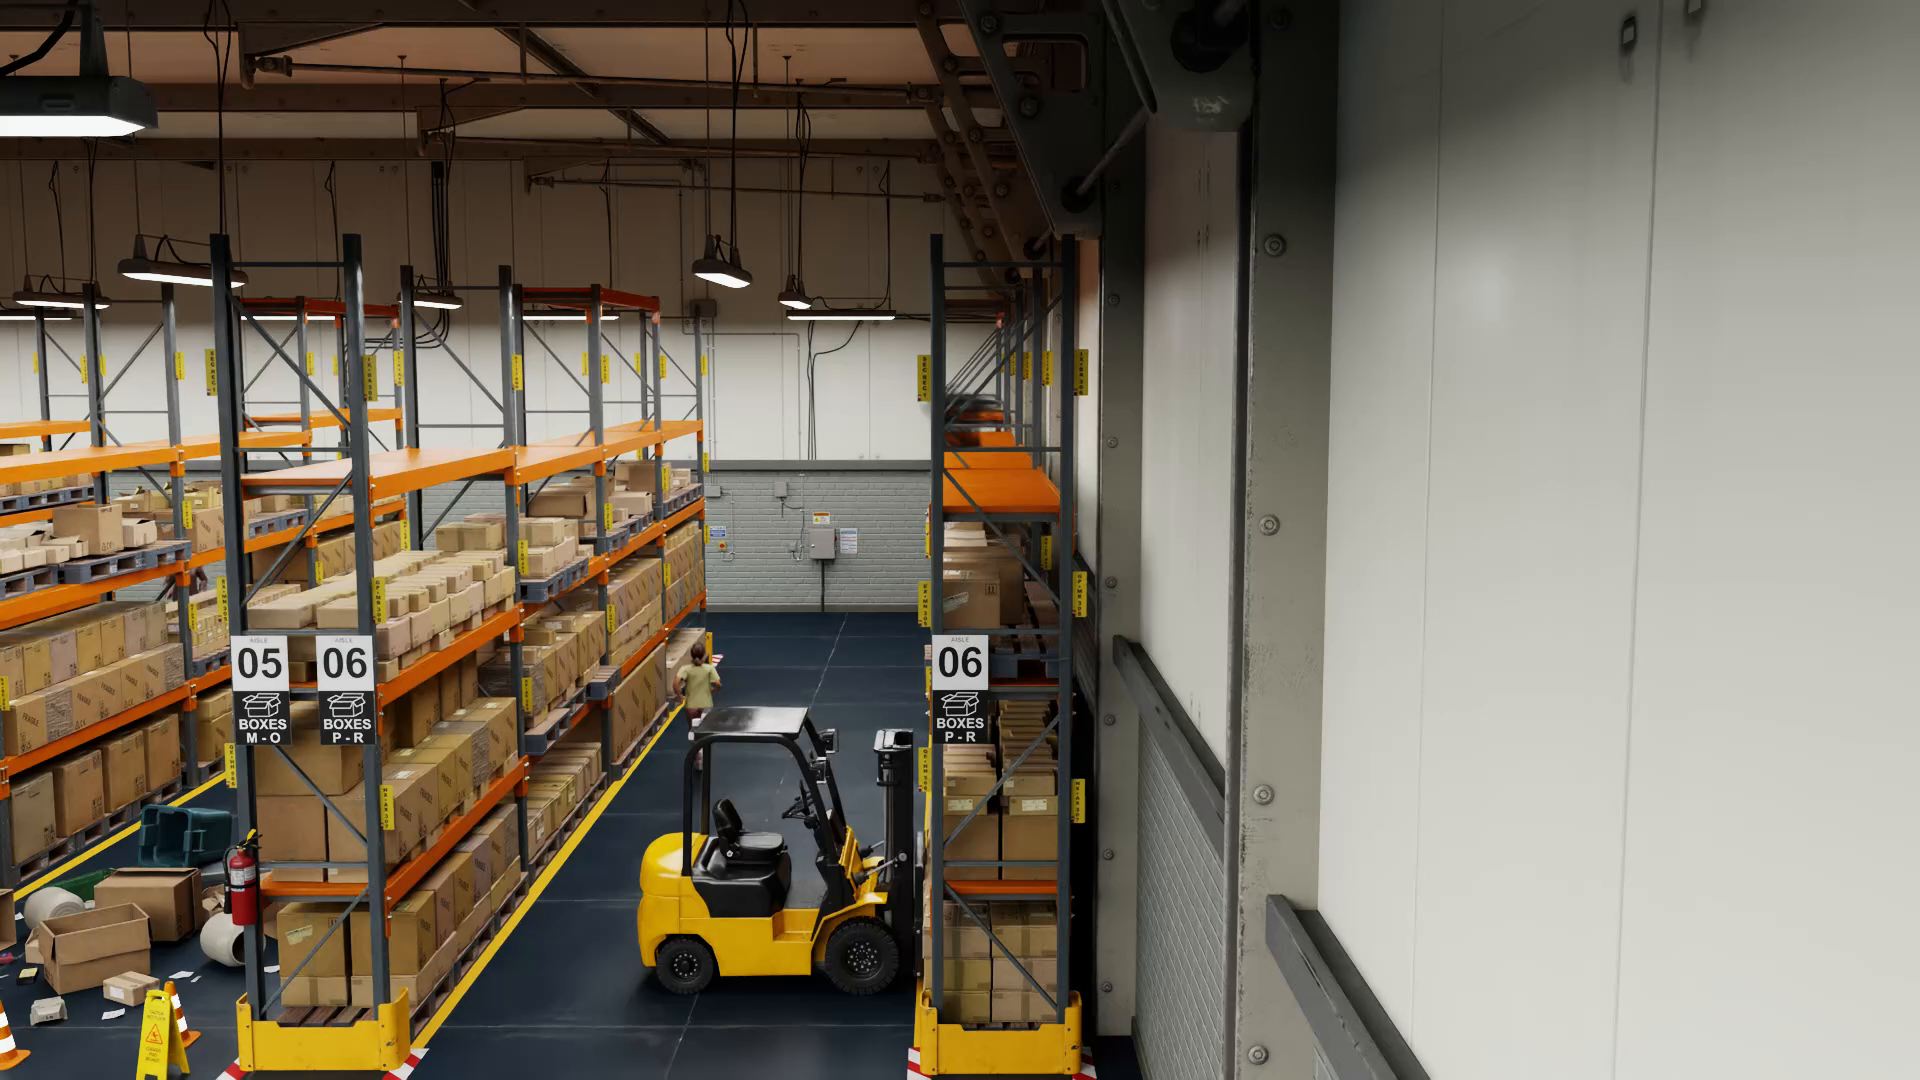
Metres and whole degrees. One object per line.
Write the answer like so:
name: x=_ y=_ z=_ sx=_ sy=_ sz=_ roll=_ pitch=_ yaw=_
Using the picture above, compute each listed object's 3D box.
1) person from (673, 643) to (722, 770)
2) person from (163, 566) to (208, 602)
person: x=-3.237 y=2.108 z=20.536 sx=0.602 sy=1.659 sz=0.828 roll=-1 pitch=6 yaw=-9
person: x=-13.625 y=1.076 z=29.282 sx=0.707 sy=1.763 sz=0.856 roll=-2 pitch=7 yaw=-16
